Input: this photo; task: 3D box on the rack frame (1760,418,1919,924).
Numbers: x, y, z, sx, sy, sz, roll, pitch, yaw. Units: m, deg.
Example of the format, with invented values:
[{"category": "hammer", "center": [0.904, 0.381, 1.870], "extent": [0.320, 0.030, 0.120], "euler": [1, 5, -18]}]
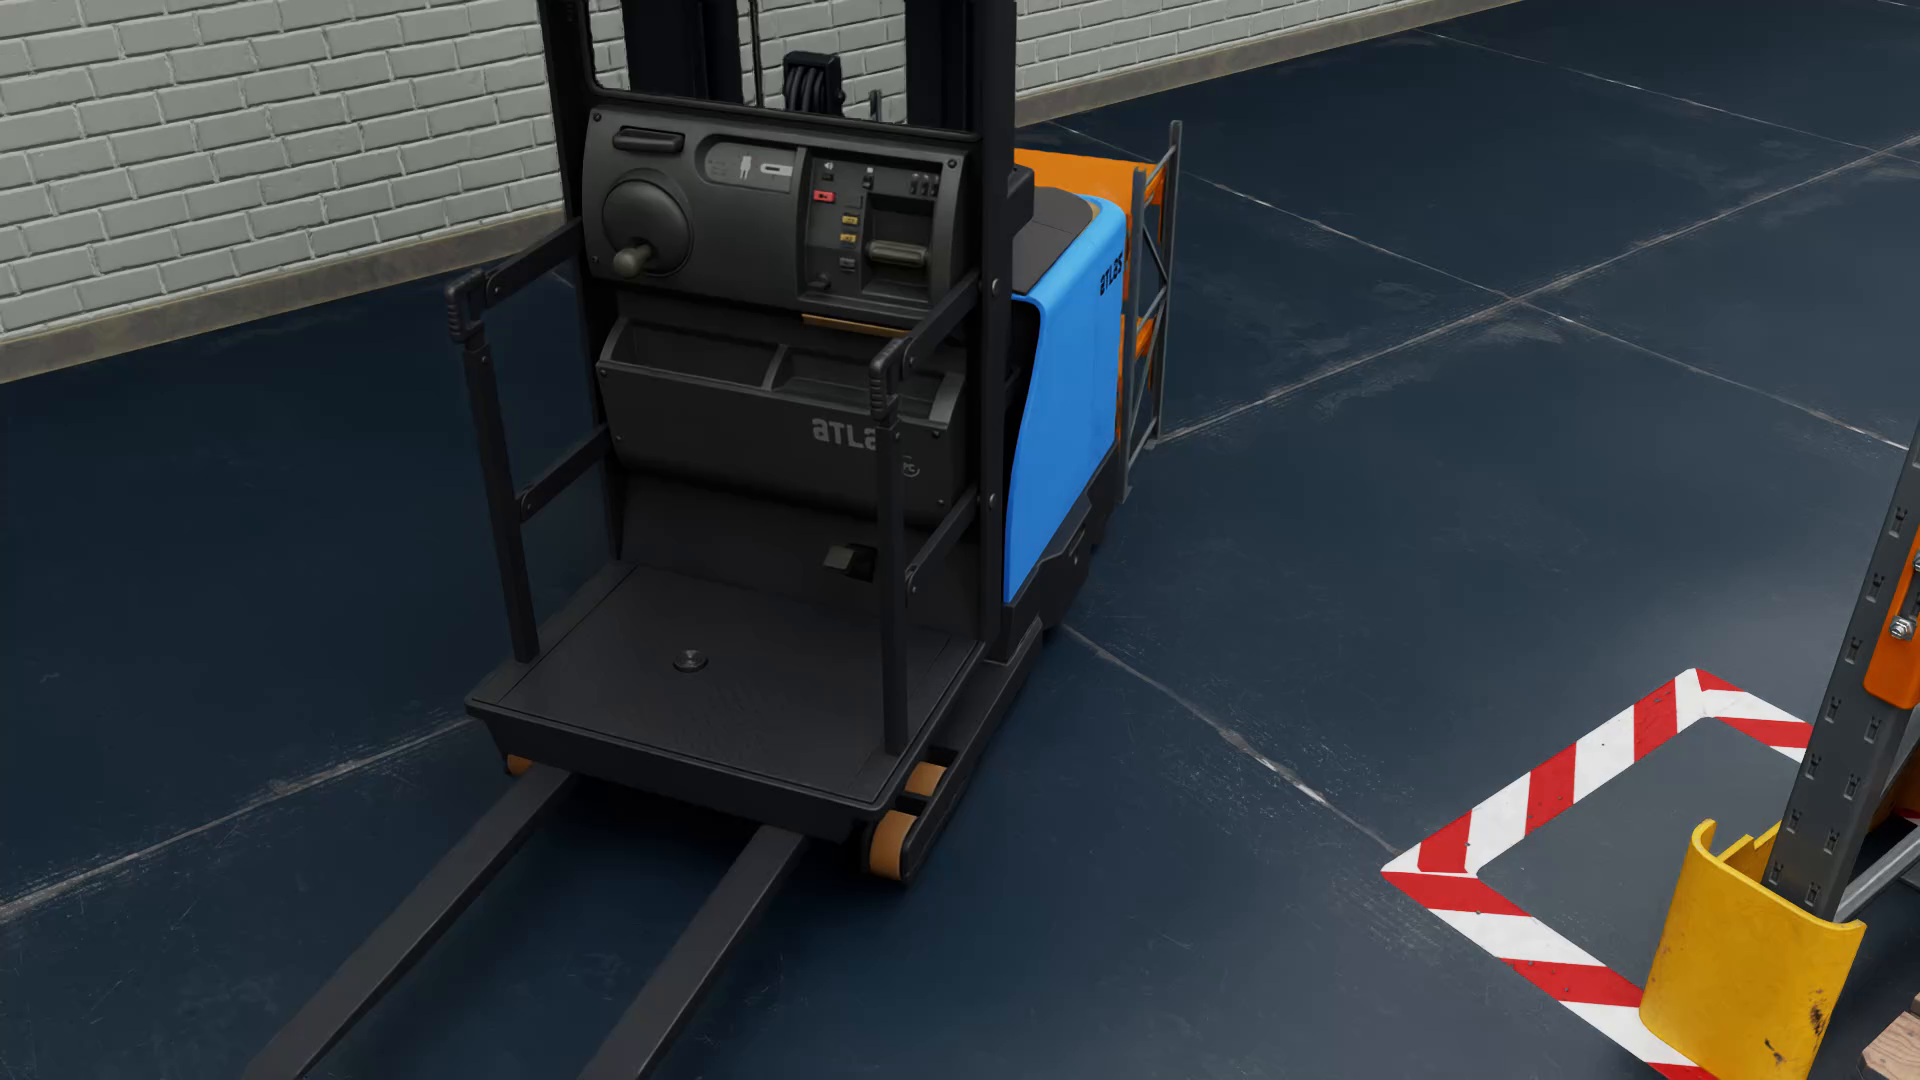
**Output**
[{"category": "rack frame", "center": [2.032, -0.359, 2.984], "extent": [1.000, 3.000, 0.127], "euler": [-22, 38, -31]}]

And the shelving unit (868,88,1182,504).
[{"category": "shelving unit", "center": [0.125, -0.812, 5.491], "extent": [1.048, 1.125, 0.538], "euler": [11, 33, 17]}]

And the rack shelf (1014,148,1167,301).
[{"category": "rack shelf", "center": [0.125, -1.061, 5.337], "extent": [1.000, 0.278, 0.538], "euler": [11, 33, 17]}]

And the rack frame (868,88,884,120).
[{"category": "rack frame", "center": [-0.354, -0.903, 5.637], "extent": [0.032, 1.125, 0.500], "euler": [11, 33, 17]}]

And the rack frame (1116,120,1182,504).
[{"category": "rack frame", "center": [0.603, -0.722, 5.346], "extent": [0.032, 1.125, 0.500], "euler": [11, 33, 17]}]

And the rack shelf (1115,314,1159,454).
[{"category": "rack shelf", "center": [0.125, -0.604, 5.620], "extent": [1.000, 0.278, 0.538], "euler": [11, 33, 17]}]

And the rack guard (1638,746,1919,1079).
[{"category": "rack guard", "center": [2.007, 0.698, 3.653], "extent": [1.175, 0.500, 0.348], "euler": [-22, 38, -31]}]

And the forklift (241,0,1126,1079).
[{"category": "forklift", "center": [-0.511, -0.687, 3.578], "extent": [1.130, 2.935, 3.031], "euler": [12, 34, 18]}]

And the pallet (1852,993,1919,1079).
[{"category": "pallet", "center": [2.507, 1.182, 3.146], "extent": [1.003, 0.211, 1.213], "euler": [-22, 38, -31]}]

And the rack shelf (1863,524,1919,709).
[{"category": "rack shelf", "center": [3.259, 0.781, 1.832], "extent": [1.077, 0.370, 4.000], "euler": [-22, 38, -31]}]
